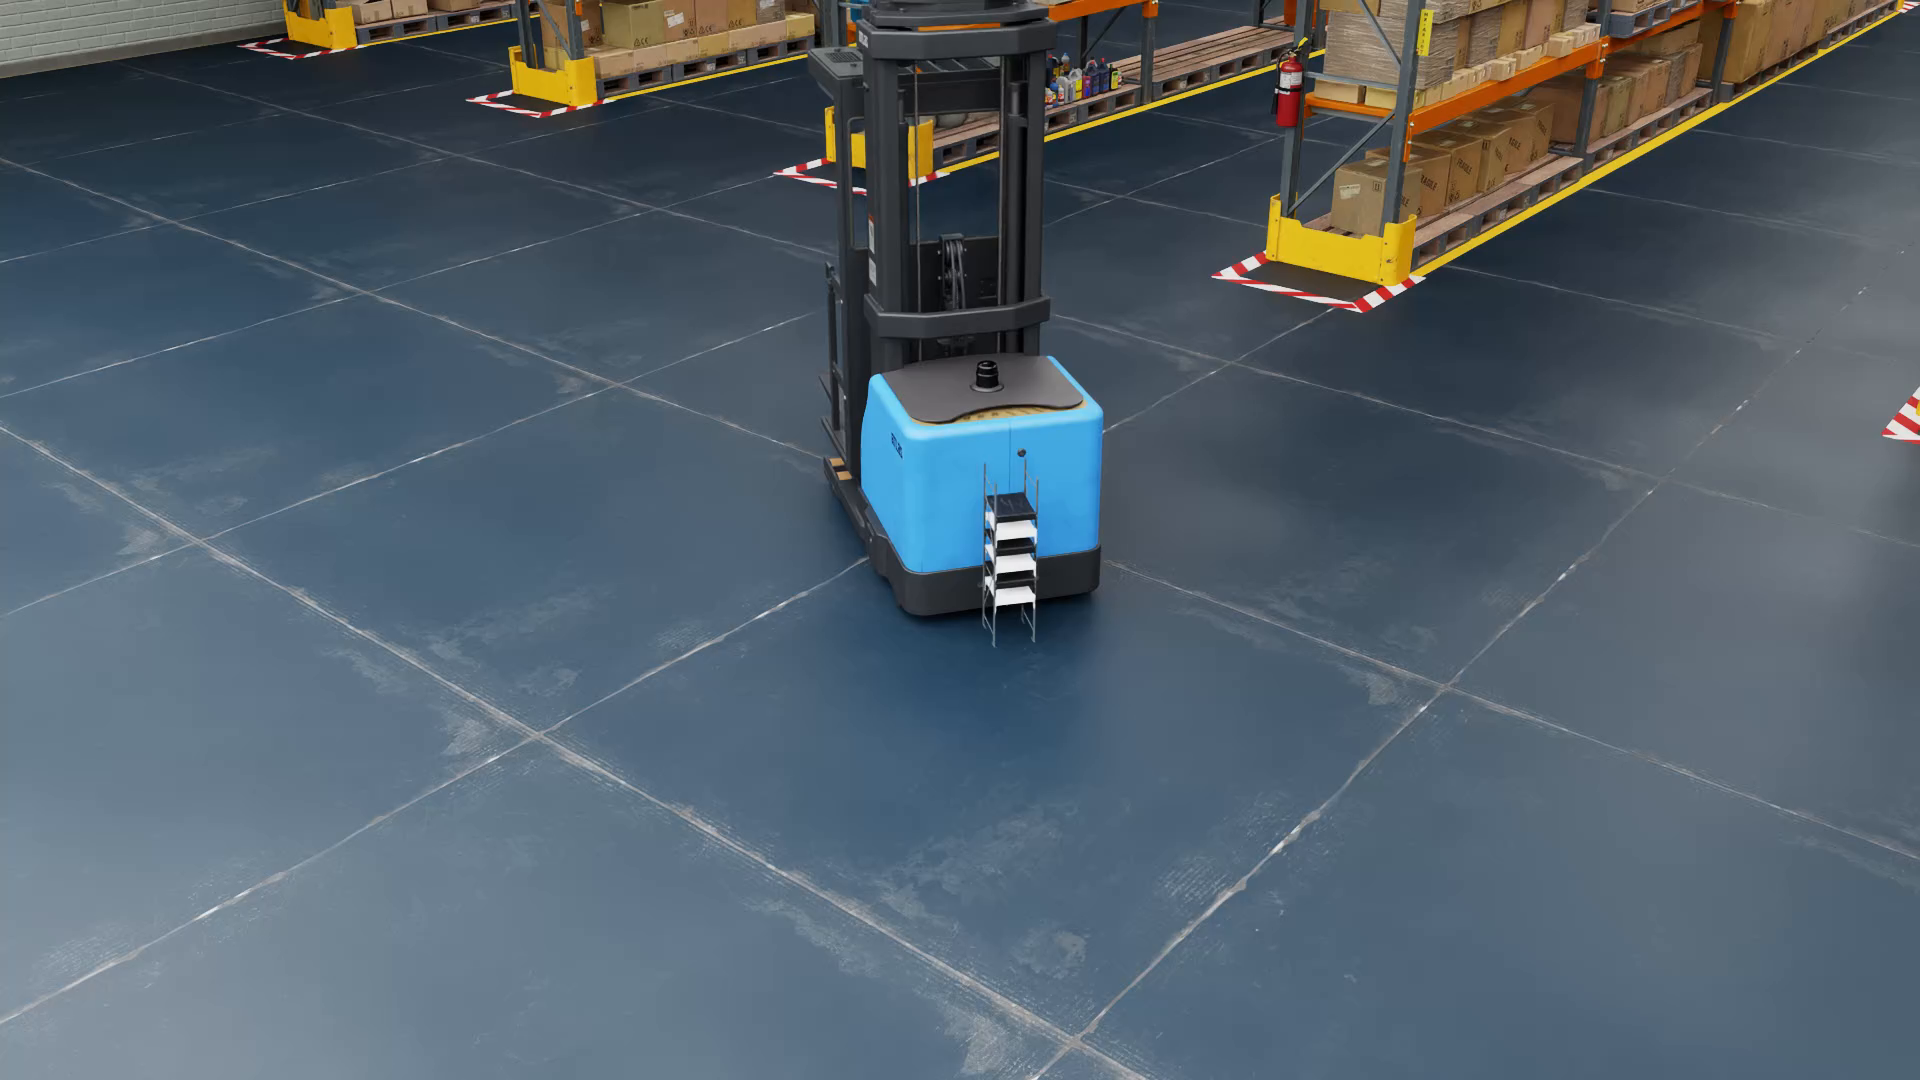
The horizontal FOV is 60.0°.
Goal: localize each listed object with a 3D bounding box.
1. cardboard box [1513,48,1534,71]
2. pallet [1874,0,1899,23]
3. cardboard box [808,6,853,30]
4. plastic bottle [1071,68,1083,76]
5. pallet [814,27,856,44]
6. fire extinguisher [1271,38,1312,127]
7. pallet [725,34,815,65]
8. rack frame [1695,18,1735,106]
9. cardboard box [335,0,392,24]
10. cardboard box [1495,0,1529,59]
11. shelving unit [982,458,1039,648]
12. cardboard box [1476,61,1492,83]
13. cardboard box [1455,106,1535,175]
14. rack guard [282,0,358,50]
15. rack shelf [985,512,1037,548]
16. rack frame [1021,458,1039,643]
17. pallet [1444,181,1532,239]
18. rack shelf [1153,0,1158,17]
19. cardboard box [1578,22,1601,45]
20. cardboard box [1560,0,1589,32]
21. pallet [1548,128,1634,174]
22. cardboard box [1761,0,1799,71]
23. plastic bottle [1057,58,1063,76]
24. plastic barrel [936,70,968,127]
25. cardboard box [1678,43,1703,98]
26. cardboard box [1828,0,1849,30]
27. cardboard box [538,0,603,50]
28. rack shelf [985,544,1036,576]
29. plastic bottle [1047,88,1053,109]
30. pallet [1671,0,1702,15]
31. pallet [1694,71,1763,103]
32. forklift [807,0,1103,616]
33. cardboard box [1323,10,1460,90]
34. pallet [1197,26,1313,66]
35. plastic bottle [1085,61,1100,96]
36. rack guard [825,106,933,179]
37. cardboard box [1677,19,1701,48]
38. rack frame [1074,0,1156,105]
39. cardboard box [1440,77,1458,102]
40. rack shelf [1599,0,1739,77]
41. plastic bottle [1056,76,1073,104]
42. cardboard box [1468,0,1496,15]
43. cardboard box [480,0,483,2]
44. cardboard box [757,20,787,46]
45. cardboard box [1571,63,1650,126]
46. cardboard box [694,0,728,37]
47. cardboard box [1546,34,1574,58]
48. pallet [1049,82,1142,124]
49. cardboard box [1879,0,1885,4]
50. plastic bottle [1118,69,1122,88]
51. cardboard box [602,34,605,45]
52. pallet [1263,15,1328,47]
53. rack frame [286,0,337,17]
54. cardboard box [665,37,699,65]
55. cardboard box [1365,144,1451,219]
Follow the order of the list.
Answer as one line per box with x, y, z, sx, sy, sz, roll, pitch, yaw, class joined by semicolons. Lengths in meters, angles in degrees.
4.684;-4.144;14.269;0.380;0.149;0.250;21;34;34;cardboard box
12.744;-7.655;23.817;1.003;0.211;1.213;21;34;34;pallet
-1.635;-6.878;21.816;0.500;0.250;0.500;20;33;33;cardboard box
1.298;-5.032;18.198;0.152;0.276;0.135;21;34;34;plastic bottle
-1.644;-6.876;22.311;1.003;0.211;1.213;21;34;34;pallet
2.586;-3.587;13.003;0.296;0.674;0.183;21;34;34;fire extinguisher
-2.621;-6.334;21.263;1.003;0.211;1.213;21;34;34;pallet
8.103;-6.363;18.286;1.000;3.000;0.127;21;34;34;rack frame
-7.942;-7.090;22.138;0.500;0.311;0.500;17;32;29;cardboard box
4.290;-4.441;14.138;0.875;0.500;0.500;21;34;34;cardboard box
0.243;0.068;8.139;0.210;0.900;0.258;-6;28;-11;shelving unit
4.170;-3.892;13.782;0.380;0.149;0.250;21;34;34;cardboard box
4.915;-3.686;15.374;0.500;0.500;0.500;-16;31;-28;cardboard box
-8.403;-6.787;21.825;1.175;0.500;0.348;21;34;34;rack guard
0.243;-0.062;8.071;0.200;0.077;0.258;-6;28;-11;rack shelf
0.342;0.058;8.159;0.006;0.900;0.240;-6;28;-11;rack frame
4.384;-3.024;14.865;1.003;0.211;1.213;21;34;34;pallet
3.009;-6.782;19.879;1.077;0.370;4.000;21;34;34;rack shelf
5.649;-4.671;15.289;0.380;0.149;0.250;21;34;34;cardboard box
5.225;-4.980;15.180;0.875;0.500;0.500;21;34;34;cardboard box
6.053;-3.983;16.720;1.003;0.211;1.213;21;34;34;pallet
9.131;-6.159;19.746;1.225;0.875;0.875;21;34;35;cardboard box
1.094;-5.243;18.598;0.061;0.283;0.133;21;34;34;plastic bottle
-0.128;-4.489;16.914;0.421;0.512;0.421;0;27;0;plastic barrel
7.693;-5.205;18.289;0.700;0.500;0.500;19;33;32;cardboard box
11.129;-7.235;21.826;0.875;0.875;0.875;21;34;34;cardboard box
-4.515;-5.999;19.301;0.500;0.500;0.500;21;34;34;cardboard box
0.243;0.098;8.154;0.200;0.077;0.258;-6;28;-11;rack shelf
0.931;-4.671;17.581;0.097;0.201;0.097;0;27;0;plastic bottle
6.876;-5.564;16.950;1.003;0.211;1.213;21;34;34;pallet
8.663;-5.382;19.425;1.003;0.211;1.213;21;34;34;pallet
-0.176;-1.580;9.114;1.130;2.935;3.031;-8;28;-14;forklift
3.386;-3.891;13.073;0.875;0.500;0.500;21;34;34;cardboard box
3.759;-6.309;21.216;1.003;0.211;1.213;21;34;34;pallet
1.428;-5.031;18.115;0.144;0.351;0.185;19;33;32;plastic bottle
-0.795;-3.905;16.254;1.175;0.500;0.348;21;34;34;rack guard
7.700;-5.535;18.111;0.500;0.250;0.500;22;35;36;cardboard box
1.737;-6.393;18.343;1.000;3.000;0.127;21;34;34;rack frame
3.725;-3.614;13.245;0.380;0.149;0.250;21;34;34;cardboard box
6.831;-5.335;17.081;1.077;0.370;4.000;21;34;34;rack shelf
1.116;-4.827;17.801;0.152;0.276;0.135;21;34;35;plastic bottle
3.898;-4.438;13.044;0.500;0.500;0.500;21;34;34;cardboard box
-6.940;-7.656;23.409;0.380;0.149;0.250;18;32;30;cardboard box
-2.534;-6.404;20.901;0.500;0.250;0.500;21;34;34;cardboard box
6.640;-4.604;17.126;0.700;0.500;0.500;18;32;30;cardboard box
-3.158;-6.378;20.034;0.500;0.500;0.500;21;34;34;cardboard box
5.205;-4.393;14.751;0.380;0.149;0.250;21;34;34;cardboard box
1.278;-4.928;18.547;1.003;0.211;1.213;21;34;34;pallet
12.847;-8.192;23.677;0.875;0.875;0.875;21;34;34;cardboard box
1.747;-5.126;18.460;0.097;0.201;0.097;0;27;0;plastic bottle
-4.205;-5.846;19.822;0.500;0.250;0.500;21;34;34;cardboard box
4.751;-6.864;22.289;1.003;0.211;1.213;21;34;34;pallet
-8.452;-7.870;21.198;1.000;3.000;0.127;21;34;34;rack frame
-3.480;-5.869;19.867;0.500;0.250;0.500;21;34;34;cardboard box
3.779;-3.042;14.129;0.500;0.500;0.500;-18;32;-31;cardboard box
